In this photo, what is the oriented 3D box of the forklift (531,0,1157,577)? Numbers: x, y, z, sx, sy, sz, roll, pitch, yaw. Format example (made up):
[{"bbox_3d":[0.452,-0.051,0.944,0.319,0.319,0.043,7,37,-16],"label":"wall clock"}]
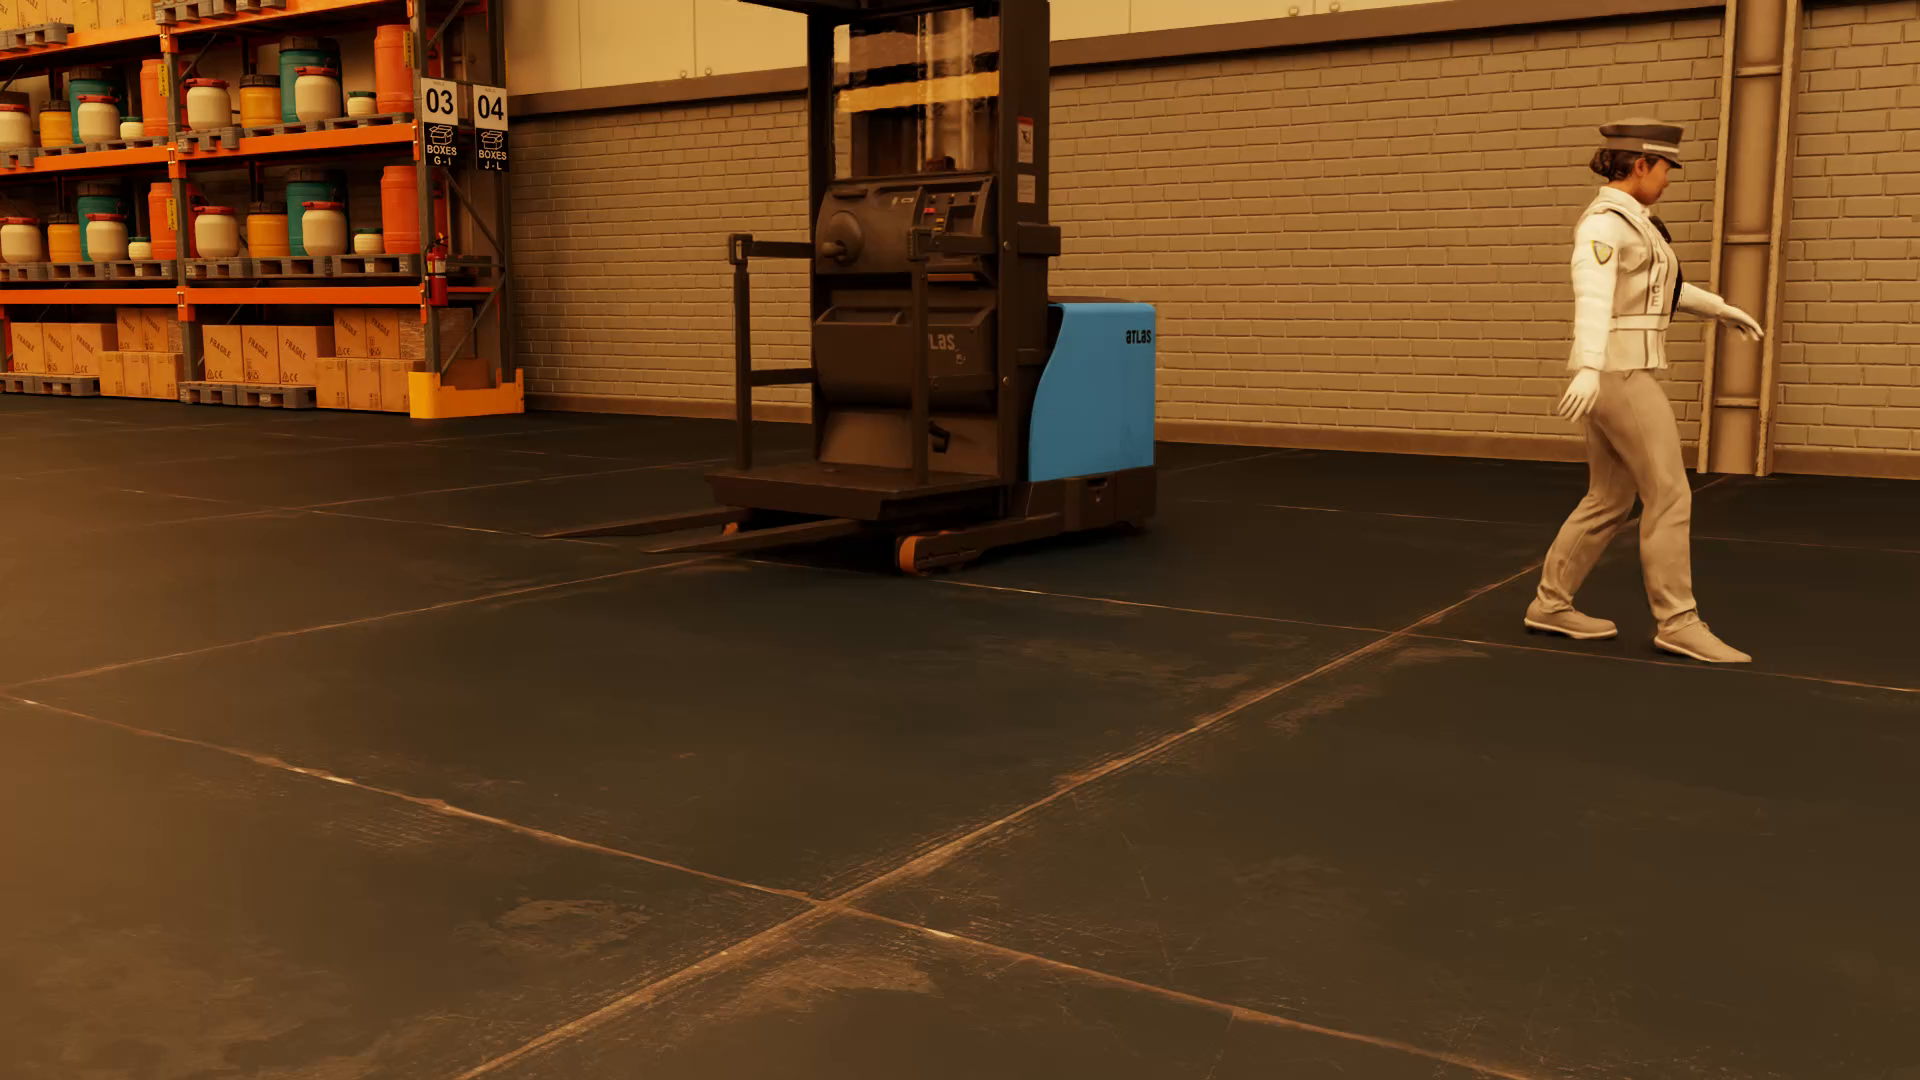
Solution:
[{"bbox_3d":[-0.377,-1.383,6.921,1.130,2.935,3.031,6,10,38],"label":"forklift"}]

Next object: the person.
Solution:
[{"bbox_3d":[2.123,-0.460,5.133,0.684,1.664,0.913,4,9,25],"label":"person"}]
